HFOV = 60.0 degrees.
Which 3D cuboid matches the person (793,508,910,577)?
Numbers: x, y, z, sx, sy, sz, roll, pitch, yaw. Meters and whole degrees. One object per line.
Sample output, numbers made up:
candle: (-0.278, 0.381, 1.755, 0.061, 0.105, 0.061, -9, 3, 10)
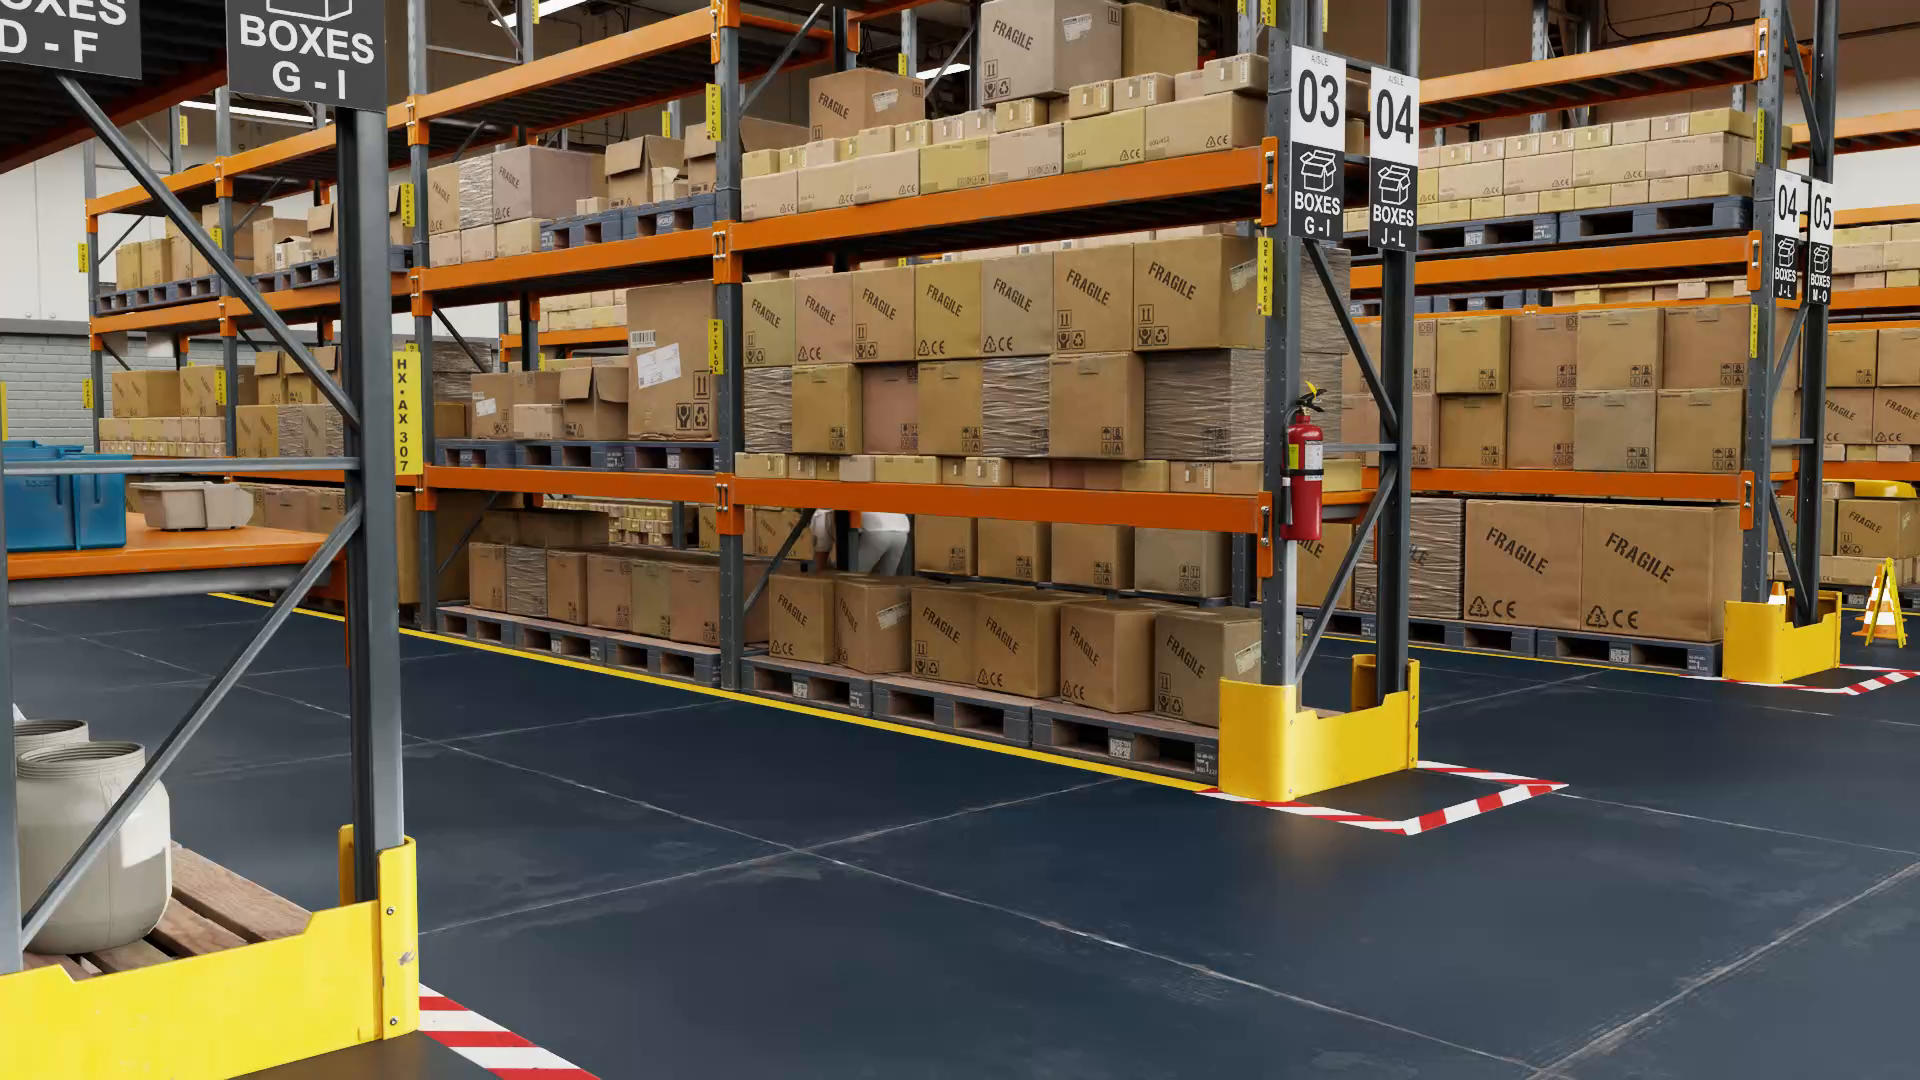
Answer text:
person: (-0.817, 0.204, 12.182, 1.043, 1.152, 0.493, 4, 5, 44)
